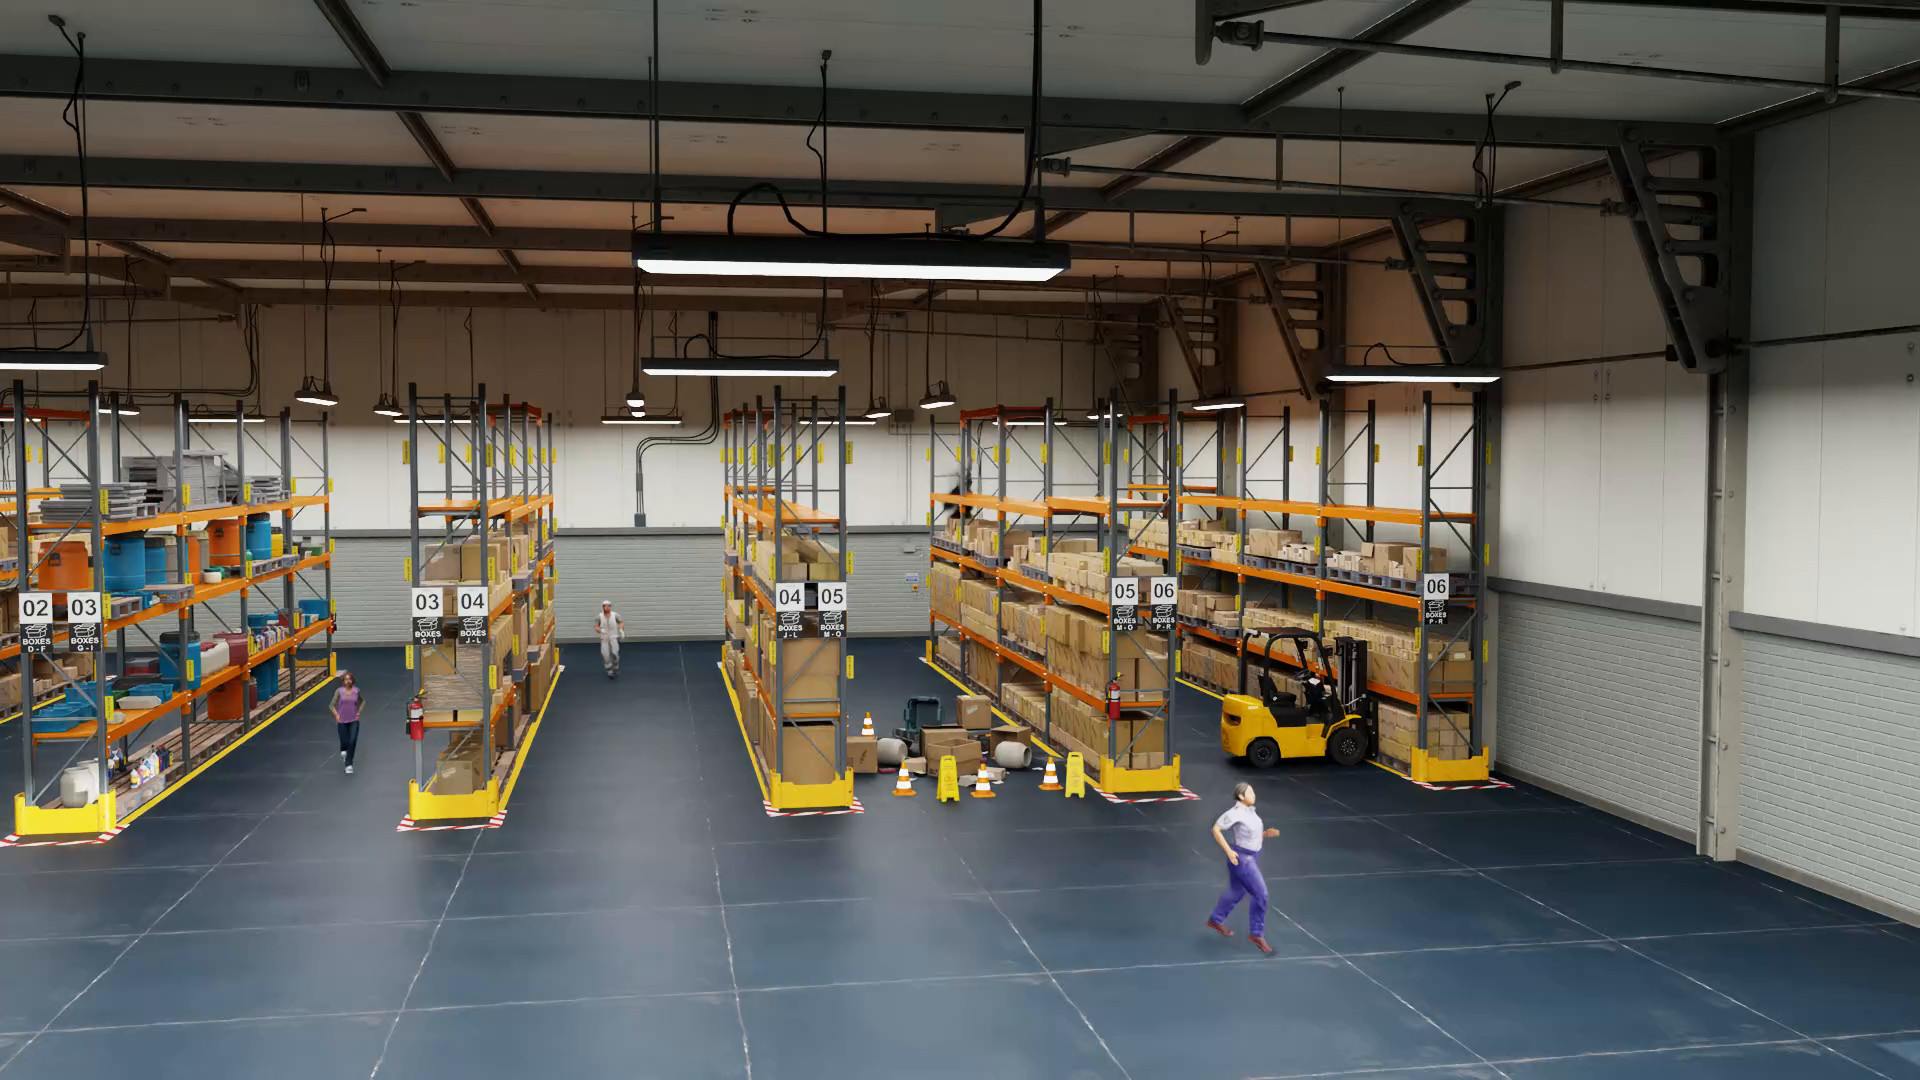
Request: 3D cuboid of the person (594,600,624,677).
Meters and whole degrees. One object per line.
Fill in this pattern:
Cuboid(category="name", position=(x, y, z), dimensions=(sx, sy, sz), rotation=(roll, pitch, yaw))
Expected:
Cuboid(category="person", position=(-7.873, 2.224, 37.305), dimensions=(0.662, 1.730, 0.627), rotation=(-1, 3, -11))

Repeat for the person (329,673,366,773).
Cuboid(category="person", position=(-9.707, 2.881, 26.391), dimensions=(0.553, 1.559, 0.675), rotation=(-1, 3, -26))

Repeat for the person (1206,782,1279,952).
Cuboid(category="person", position=(2.885, 3.321, 16.986), dimensions=(0.748, 1.711, 0.579), rotation=(1, 3, 21))
